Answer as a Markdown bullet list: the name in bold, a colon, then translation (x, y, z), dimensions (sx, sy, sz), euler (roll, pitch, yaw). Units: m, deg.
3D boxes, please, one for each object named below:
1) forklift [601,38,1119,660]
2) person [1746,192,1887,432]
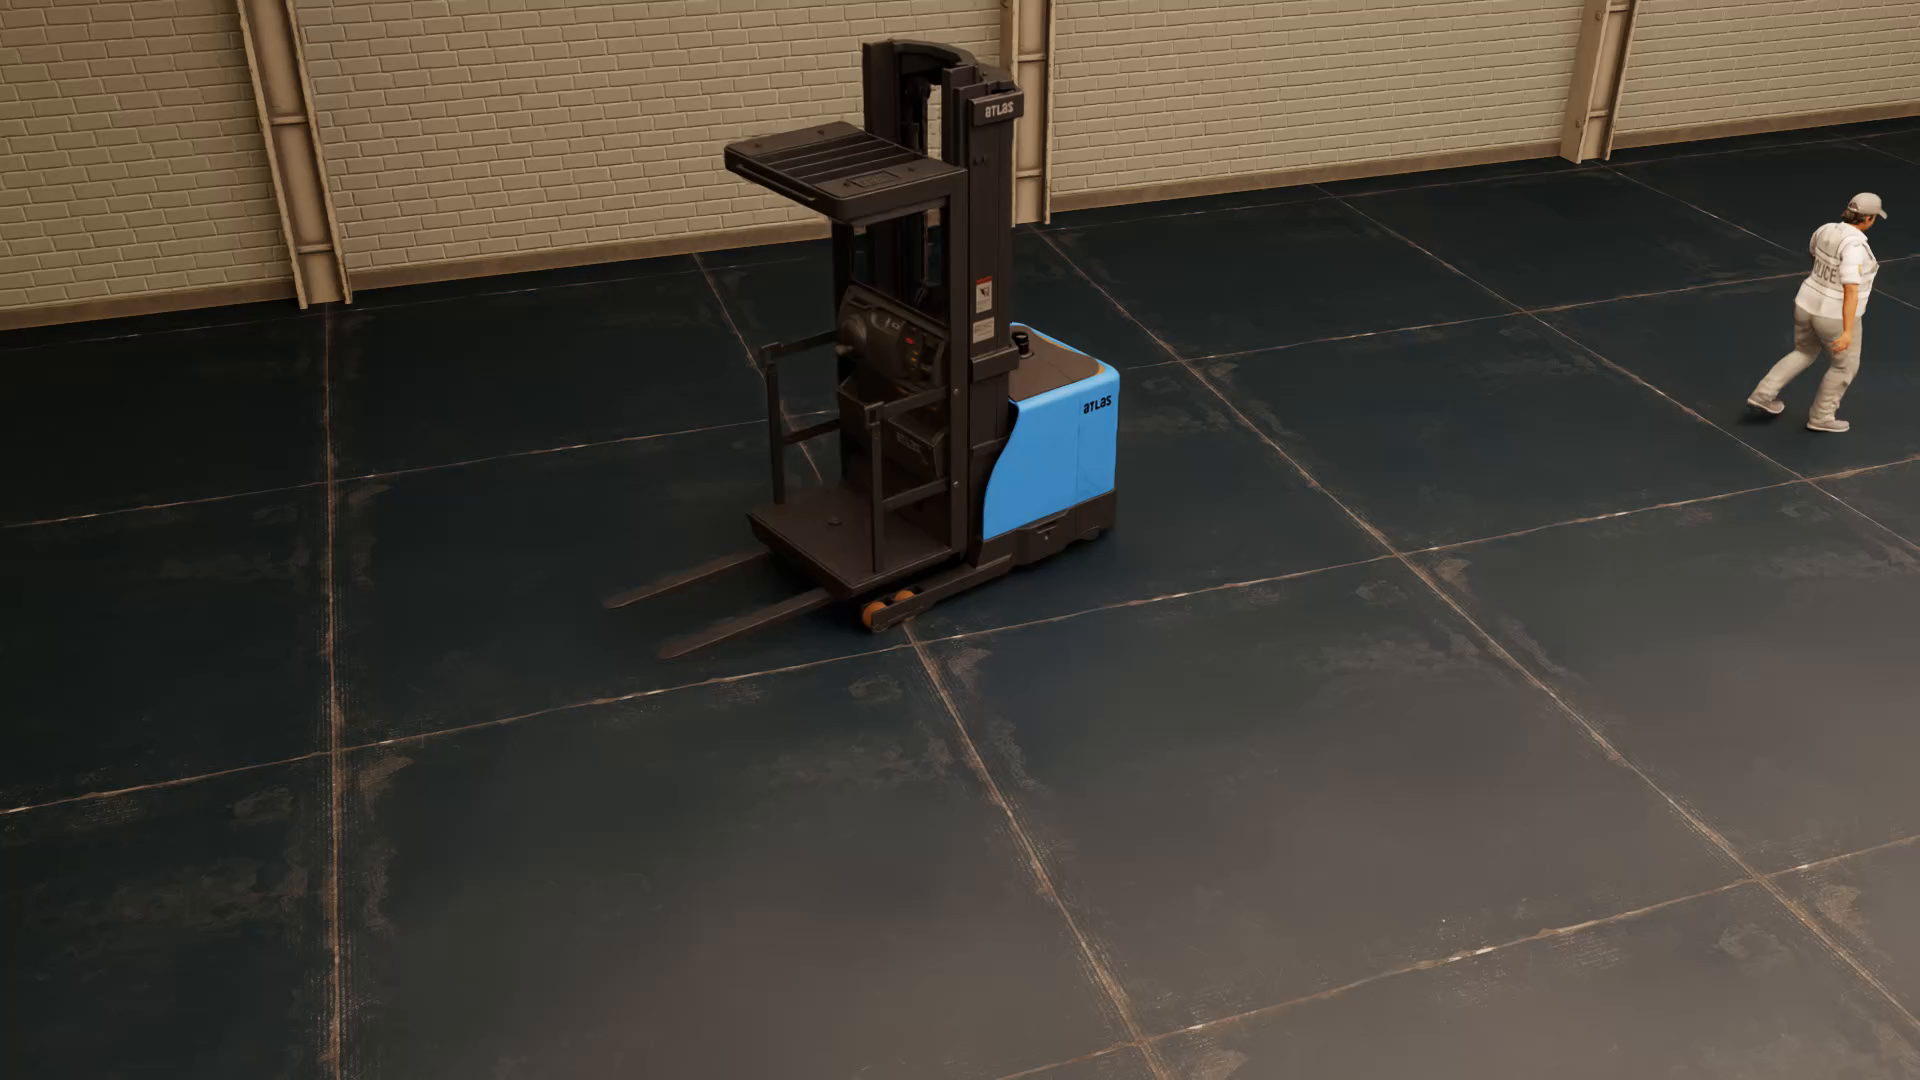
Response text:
- **forklift**: translation (-0.538, -1.060, 8.929), dimensions (3.031, 2.935, 1.130), euler (-21, 36, -32)
- **person**: translation (5.760, -1.493, 10.984), dimensions (0.665, 1.644, 0.817), euler (-5, 30, -9)
